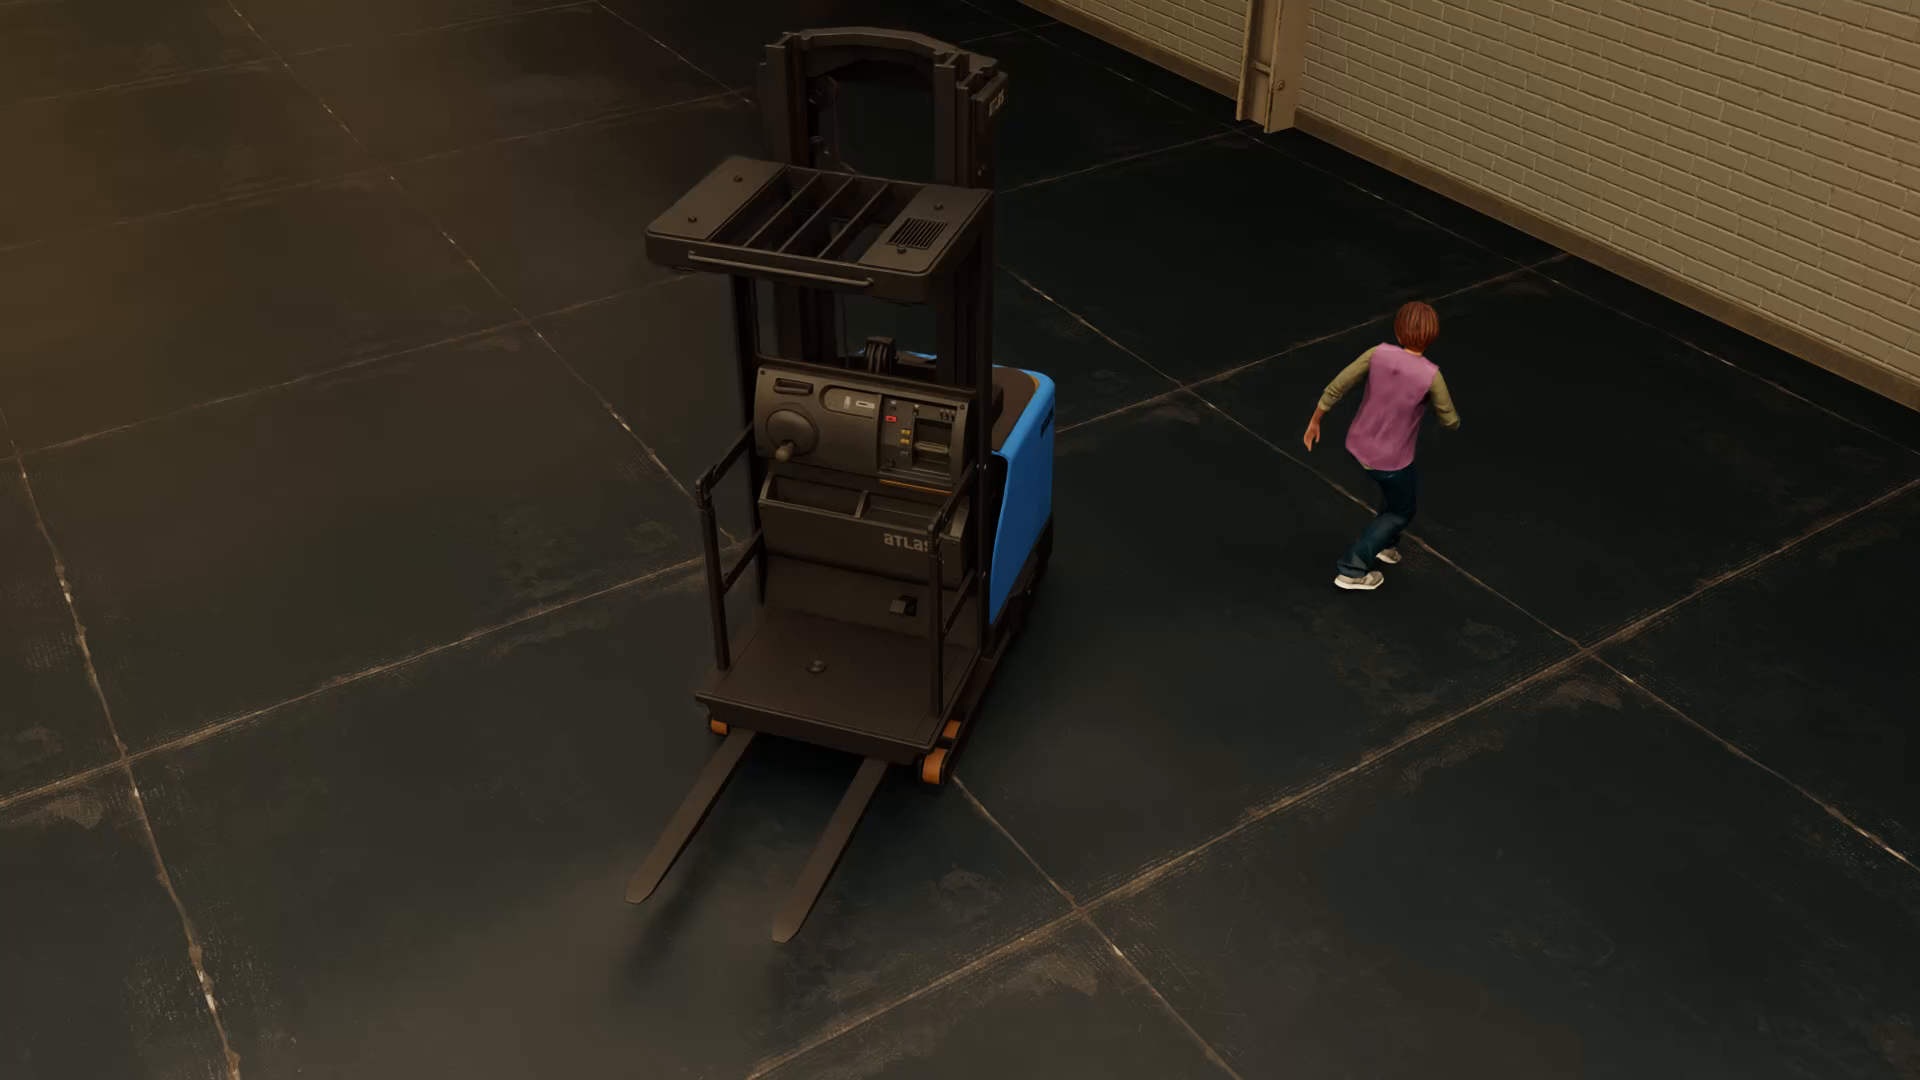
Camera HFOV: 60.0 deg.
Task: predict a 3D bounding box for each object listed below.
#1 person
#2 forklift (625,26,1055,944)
[{"bbox_3d":[2.059,-0.415,7.995,0.693,1.586,0.505,-17,39,-23],"label":"person"},{"bbox_3d":[-0.482,-0.404,6.722,1.130,2.935,3.031,11,37,15],"label":"forklift"}]
